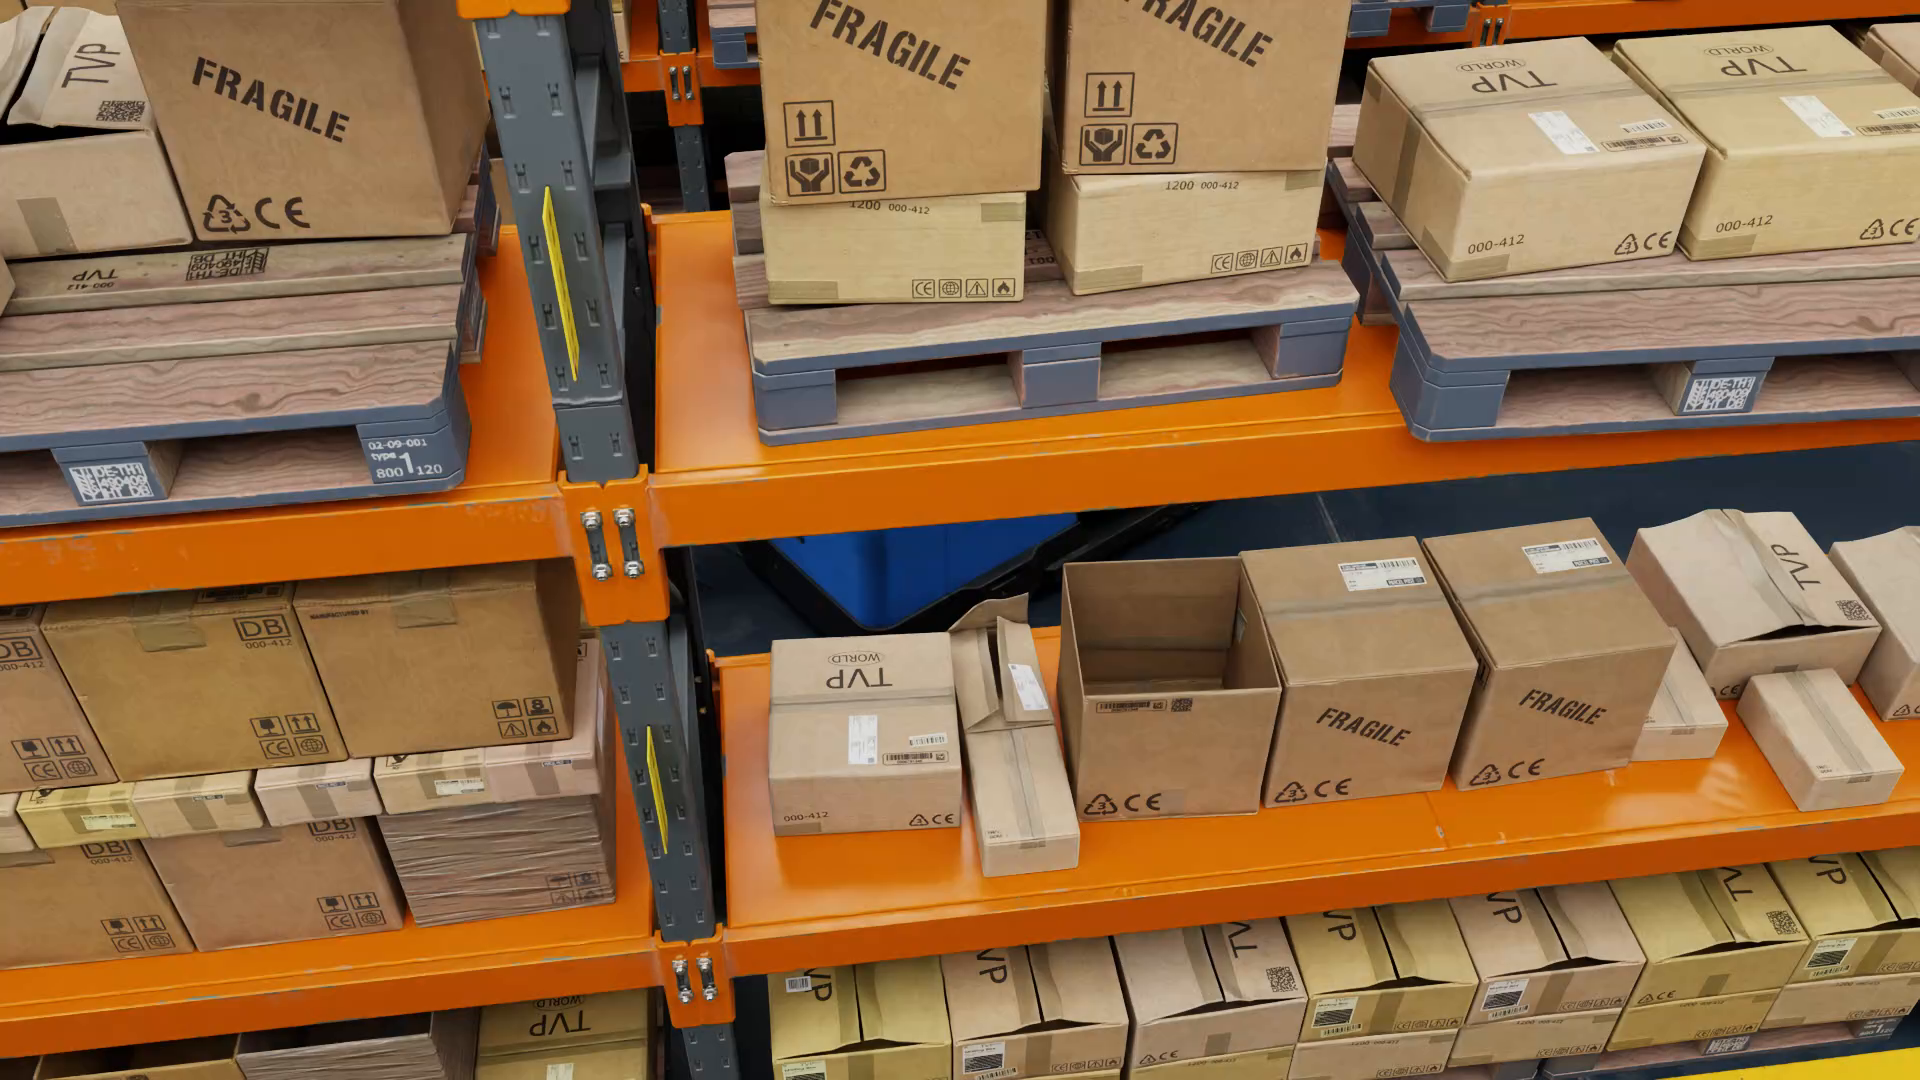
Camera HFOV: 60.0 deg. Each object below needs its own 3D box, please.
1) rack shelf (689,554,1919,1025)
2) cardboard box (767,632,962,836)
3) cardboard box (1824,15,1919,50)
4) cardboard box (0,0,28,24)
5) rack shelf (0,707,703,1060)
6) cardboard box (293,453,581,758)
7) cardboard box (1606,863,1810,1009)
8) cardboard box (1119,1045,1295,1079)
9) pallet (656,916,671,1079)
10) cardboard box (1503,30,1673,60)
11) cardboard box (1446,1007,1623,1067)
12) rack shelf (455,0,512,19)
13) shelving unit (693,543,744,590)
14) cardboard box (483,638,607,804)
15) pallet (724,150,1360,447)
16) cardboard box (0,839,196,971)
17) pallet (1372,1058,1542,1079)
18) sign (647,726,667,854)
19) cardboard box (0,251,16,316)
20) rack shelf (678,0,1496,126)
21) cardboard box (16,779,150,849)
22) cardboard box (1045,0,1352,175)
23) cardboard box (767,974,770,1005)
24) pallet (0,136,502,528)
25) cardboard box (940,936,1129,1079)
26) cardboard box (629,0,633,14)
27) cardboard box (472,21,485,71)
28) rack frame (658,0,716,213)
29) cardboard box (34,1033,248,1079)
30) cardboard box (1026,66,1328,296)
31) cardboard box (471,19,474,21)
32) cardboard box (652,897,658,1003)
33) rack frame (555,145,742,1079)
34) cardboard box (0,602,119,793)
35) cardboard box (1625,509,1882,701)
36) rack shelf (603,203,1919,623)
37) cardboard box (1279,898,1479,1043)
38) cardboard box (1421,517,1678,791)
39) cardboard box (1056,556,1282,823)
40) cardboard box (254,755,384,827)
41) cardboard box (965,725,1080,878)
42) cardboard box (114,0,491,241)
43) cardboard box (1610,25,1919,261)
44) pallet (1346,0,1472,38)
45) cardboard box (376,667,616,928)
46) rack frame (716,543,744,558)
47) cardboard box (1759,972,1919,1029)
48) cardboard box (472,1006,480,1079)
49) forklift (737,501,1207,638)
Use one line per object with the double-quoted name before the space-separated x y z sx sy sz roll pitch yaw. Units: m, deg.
"rack shelf" 1.239 0.633 4.846 4.000 0.370 1.077 -5 42 -6
"cardboard box" -0.261 0.523 4.542 0.500 0.250 0.500 -3 42 -3
"cardboard box" 5.034 -2.581 9.163 0.750 0.750 0.750 -4 42 -4
"cardboard box" -4.352 -2.511 7.332 0.500 0.500 0.500 -5 42 -5
"rack shelf" -2.727 0.980 4.461 4.000 0.370 1.077 -5 42 -6
"cardboard box" -1.183 0.063 3.897 0.500 0.500 0.700 -5 42 -5
"cardboard box" 2.220 1.107 5.103 0.500 0.311 0.500 -6 42 -6
"cardboard box" 0.708 1.444 5.149 0.500 0.250 0.500 -6 42 -7
"pallet" -1.538 1.616 5.301 1.213 0.211 1.003 -5 42 -6
"cardboard box" 3.322 -2.432 8.998 0.750 0.750 0.750 -6 42 -6
"cardboard box" 1.723 1.354 5.249 0.500 0.250 0.500 -4 42 -5
"rack shelf" -2.727 -1.099 2.585 4.000 0.370 1.077 -5 42 -6
"shelving unit" -1.367 -0.138 6.626 0.189 1.200 0.258 -48 49 9
"cardboard box" -0.986 0.427 3.978 0.250 0.149 0.380 -5 42 -6
"pallet" 0.129 -0.589 3.566 1.217 0.209 0.805 -7 42 -7
"cardboard box" -2.203 0.636 4.231 0.500 0.500 0.700 -4 42 -5
"pallet" 1.194 1.377 5.566 1.213 0.211 1.003 -5 42 -6
"sign" -0.670 0.557 3.687 0.005 0.325 0.100 -5 42 -6
"cardboard box" -1.905 -0.403 2.987 0.250 0.149 0.380 -5 42 -6
"rack shelf" 0.593 -2.657 8.493 4.000 0.370 1.077 -5 42 -6
"cardboard box" -1.995 0.515 3.881 0.250 0.149 0.380 -5 42 -6
"cardboard box" 0.434 -1.045 3.168 0.500 0.500 0.500 -1 42 -1
"cardboard box" -0.312 1.534 5.049 0.500 0.250 0.500 -6 42 -7
"pallet" -1.586 -0.450 3.336 1.213 0.211 1.003 -5 42 -6
"cardboard box" 0.195 1.286 4.905 0.500 0.311 0.500 -5 42 -6
"cardboard box" -1.884 -2.803 8.216 0.500 0.250 0.500 -5 42 -5
"cardboard box" -2.315 -2.422 7.792 0.500 0.250 0.500 -5 42 -5
"rack frame" -1.390 -2.750 8.059 0.127 3.000 1.000 -5 42 -6
"cardboard box" -2.168 1.393 4.645 0.500 0.500 0.500 -5 42 -6
"cardboard box" 0.413 -0.771 3.424 0.500 0.250 0.500 -9 43 -10
"cardboard box" -2.313 -2.687 7.526 0.500 0.500 0.500 -5 42 -6
"cardboard box" -1.243 1.243 5.371 0.500 0.250 0.500 -5 42 -6
"rack frame" -0.744 0.540 4.412 0.127 3.000 1.000 -5 42 -6
"cardboard box" -2.181 0.151 3.800 0.500 0.500 0.700 -5 42 -6
"cardboard box" 2.310 0.174 4.884 0.500 0.311 0.500 -5 42 -6
"rack shelf" 1.239 -0.481 3.841 4.000 0.370 1.077 -5 42 -6
"cardboard box" 1.222 1.192 5.010 0.500 0.311 0.500 -4 42 -4
"cardboard box" 1.561 0.312 4.590 0.500 0.500 0.500 -7 43 -8
"cardboard box" 0.542 0.401 4.491 0.500 0.500 0.500 -2 42 -2
"cardboard box" -1.491 0.472 3.928 0.250 0.149 0.380 -6 42 -7
"cardboard box" 0.161 0.692 4.431 0.250 0.149 0.380 -5 42 -6
"cardboard box" -1.278 -0.951 3.332 0.500 0.500 0.500 -2 42 -2
"cardboard box" 1.694 -0.845 3.507 0.500 0.250 0.500 -6 42 -6
"pallet" 1.884 -2.894 8.362 1.003 0.211 1.213 -5 42 -6
"cardboard box" -1.183 0.545 4.331 0.500 0.500 0.700 -6 42 -7
"rack frame" -1.306 -0.205 6.612 0.006 1.200 0.240 -48 49 9
"cardboard box" 2.732 1.265 5.347 0.500 0.250 0.500 -4 42 -5
"cardboard box" -1.672 1.627 4.946 0.500 0.250 0.500 -5 42 -6
"forklift" 0.512 -1.390 6.603 3.031 2.935 1.130 -29 49 -28
